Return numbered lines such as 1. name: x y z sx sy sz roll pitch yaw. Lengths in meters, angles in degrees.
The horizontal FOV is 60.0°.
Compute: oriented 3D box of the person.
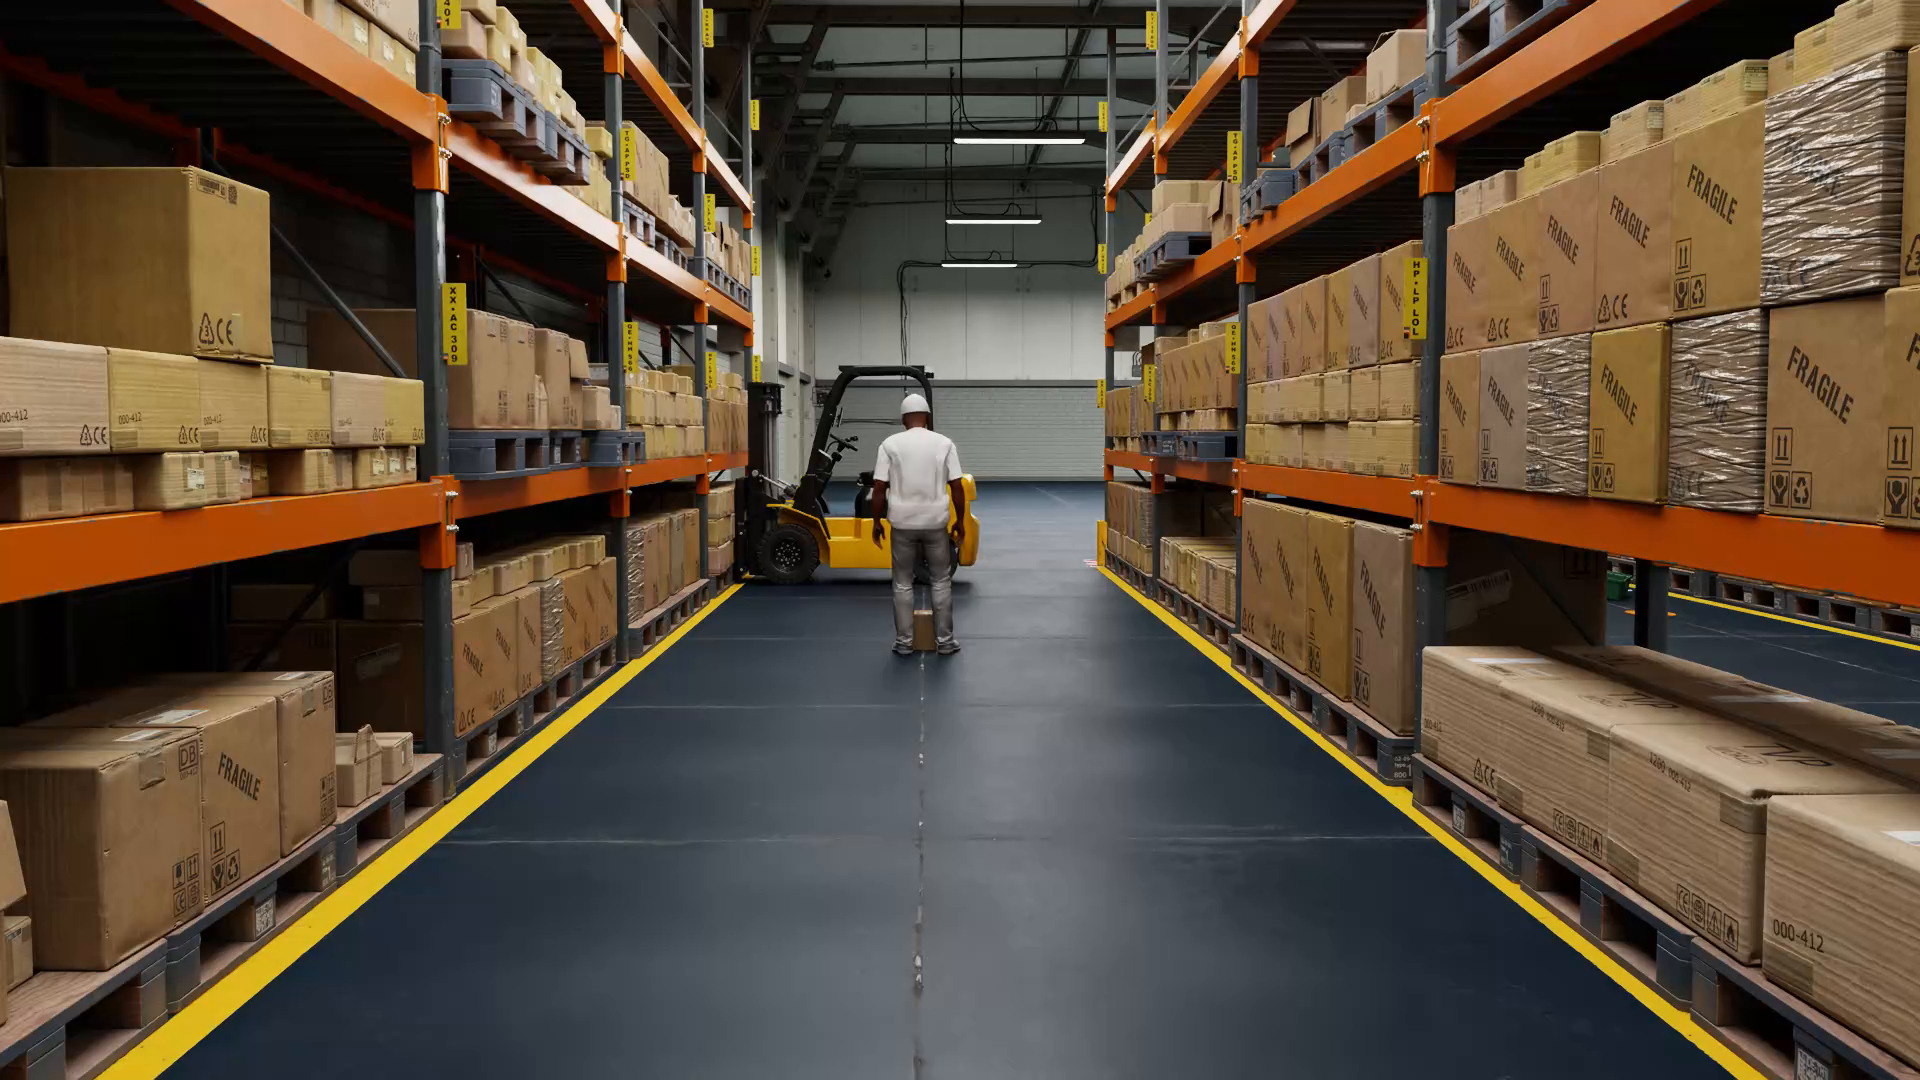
1. person: -0.279 -0.110 11.294 0.638 1.761 0.459 0 4 -3
